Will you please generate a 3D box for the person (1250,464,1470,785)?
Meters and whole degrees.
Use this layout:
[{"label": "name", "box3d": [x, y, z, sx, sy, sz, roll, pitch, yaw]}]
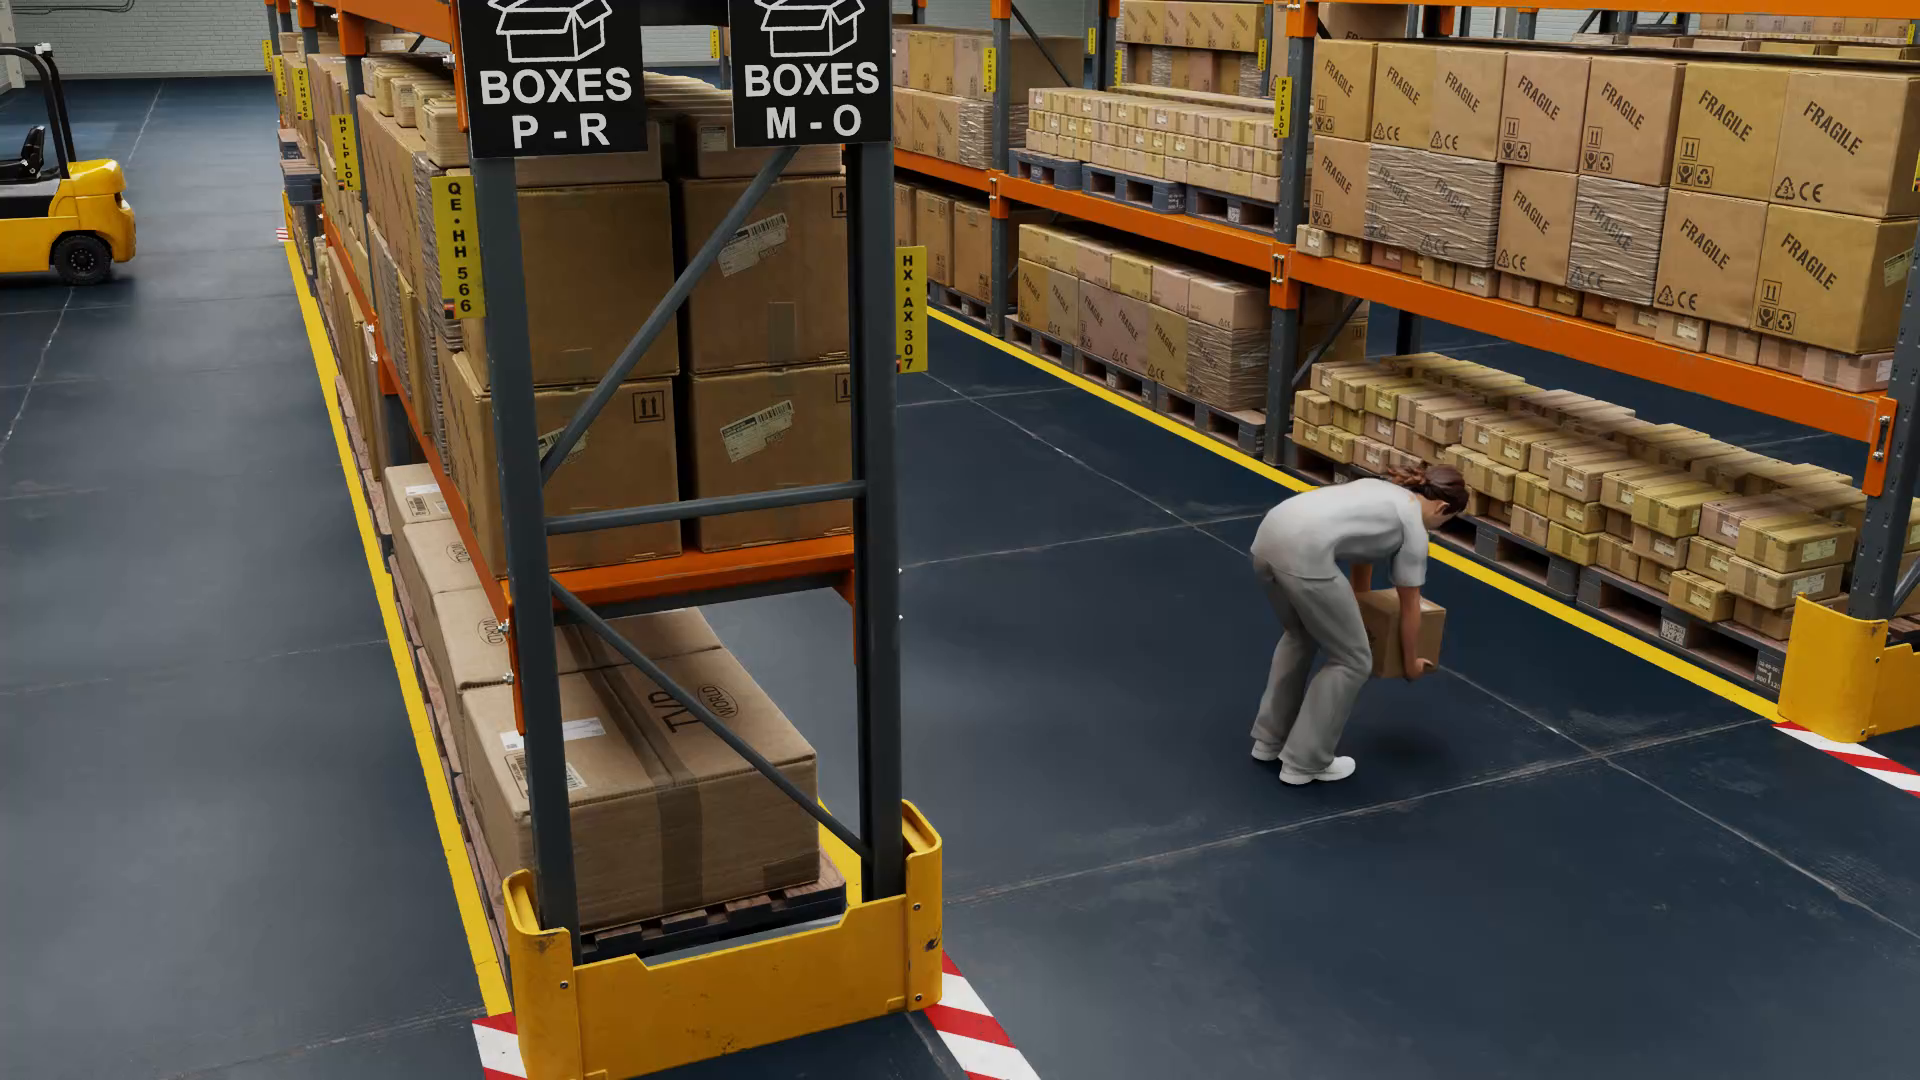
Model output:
[{"label": "person", "box3d": [1.464, 0.290, 6.108, 0.870, 1.102, 0.425, -9, 21, -24]}]
